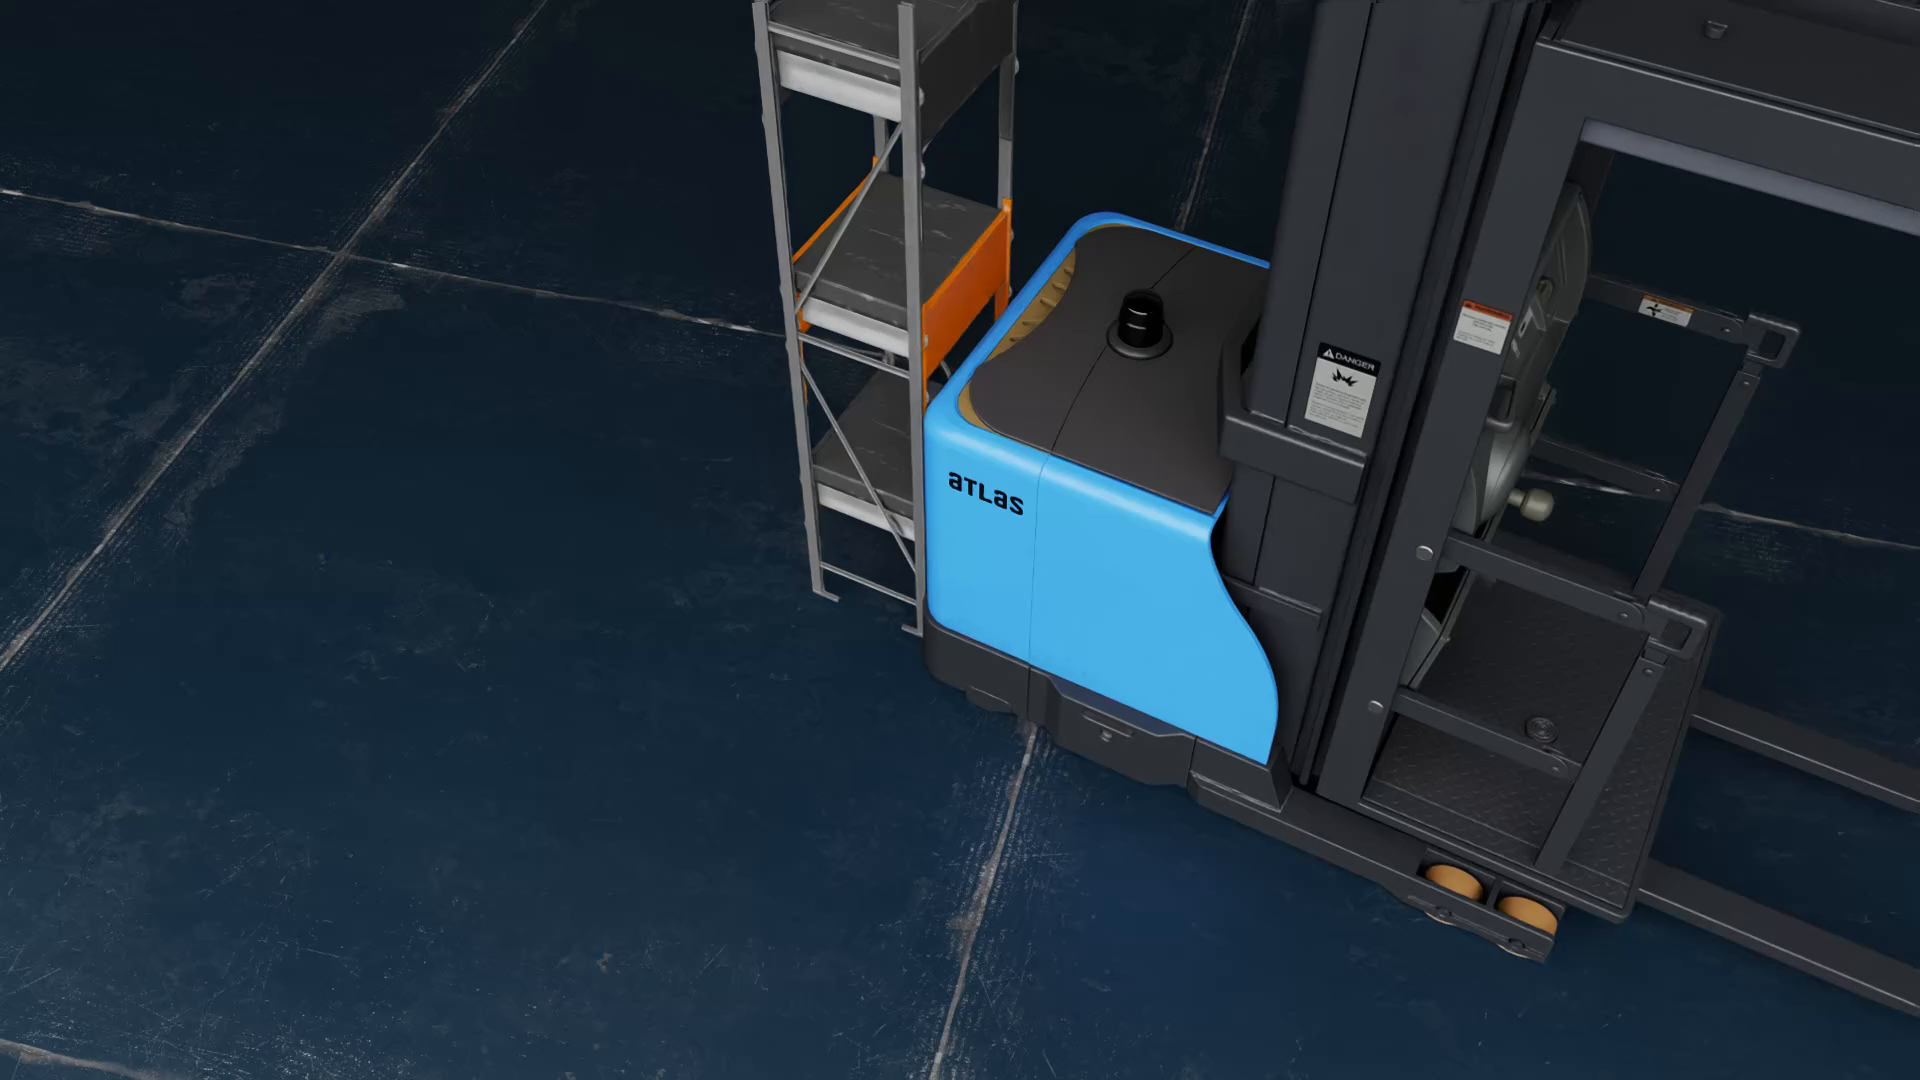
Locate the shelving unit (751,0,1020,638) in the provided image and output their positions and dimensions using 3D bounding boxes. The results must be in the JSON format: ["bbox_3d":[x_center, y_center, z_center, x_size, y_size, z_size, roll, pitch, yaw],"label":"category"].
[{"bbox_3d":[-0.158,-0.632,4.407,0.431,2.100,0.503,21,52,18],"label":"shelving unit"}]

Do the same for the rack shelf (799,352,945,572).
[{"bbox_3d":[-0.158,-0.160,4.942,0.431,0.518,0.480,21,52,18],"label":"rack shelf"}]

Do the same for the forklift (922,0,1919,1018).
[{"bbox_3d":[1.437,-0.354,3.607,3.031,2.935,1.130,22,52,18],"label":"forklift"}]

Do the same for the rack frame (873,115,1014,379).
[{"bbox_3d":[-0.045,-0.794,4.550,0.400,2.100,0.015,21,52,18],"label":"rack frame"}]

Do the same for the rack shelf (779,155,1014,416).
[{"bbox_3d":[-0.158,-0.623,4.417,0.431,0.518,0.480,21,52,18],"label":"rack shelf"}]

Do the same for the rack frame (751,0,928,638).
[{"bbox_3d":[-0.272,-0.470,4.264,0.400,2.100,0.015,21,52,18],"label":"rack frame"}]

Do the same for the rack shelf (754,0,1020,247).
[{"bbox_3d":[-0.158,-1.086,3.893,0.431,0.518,0.480,21,52,18],"label":"rack shelf"}]
